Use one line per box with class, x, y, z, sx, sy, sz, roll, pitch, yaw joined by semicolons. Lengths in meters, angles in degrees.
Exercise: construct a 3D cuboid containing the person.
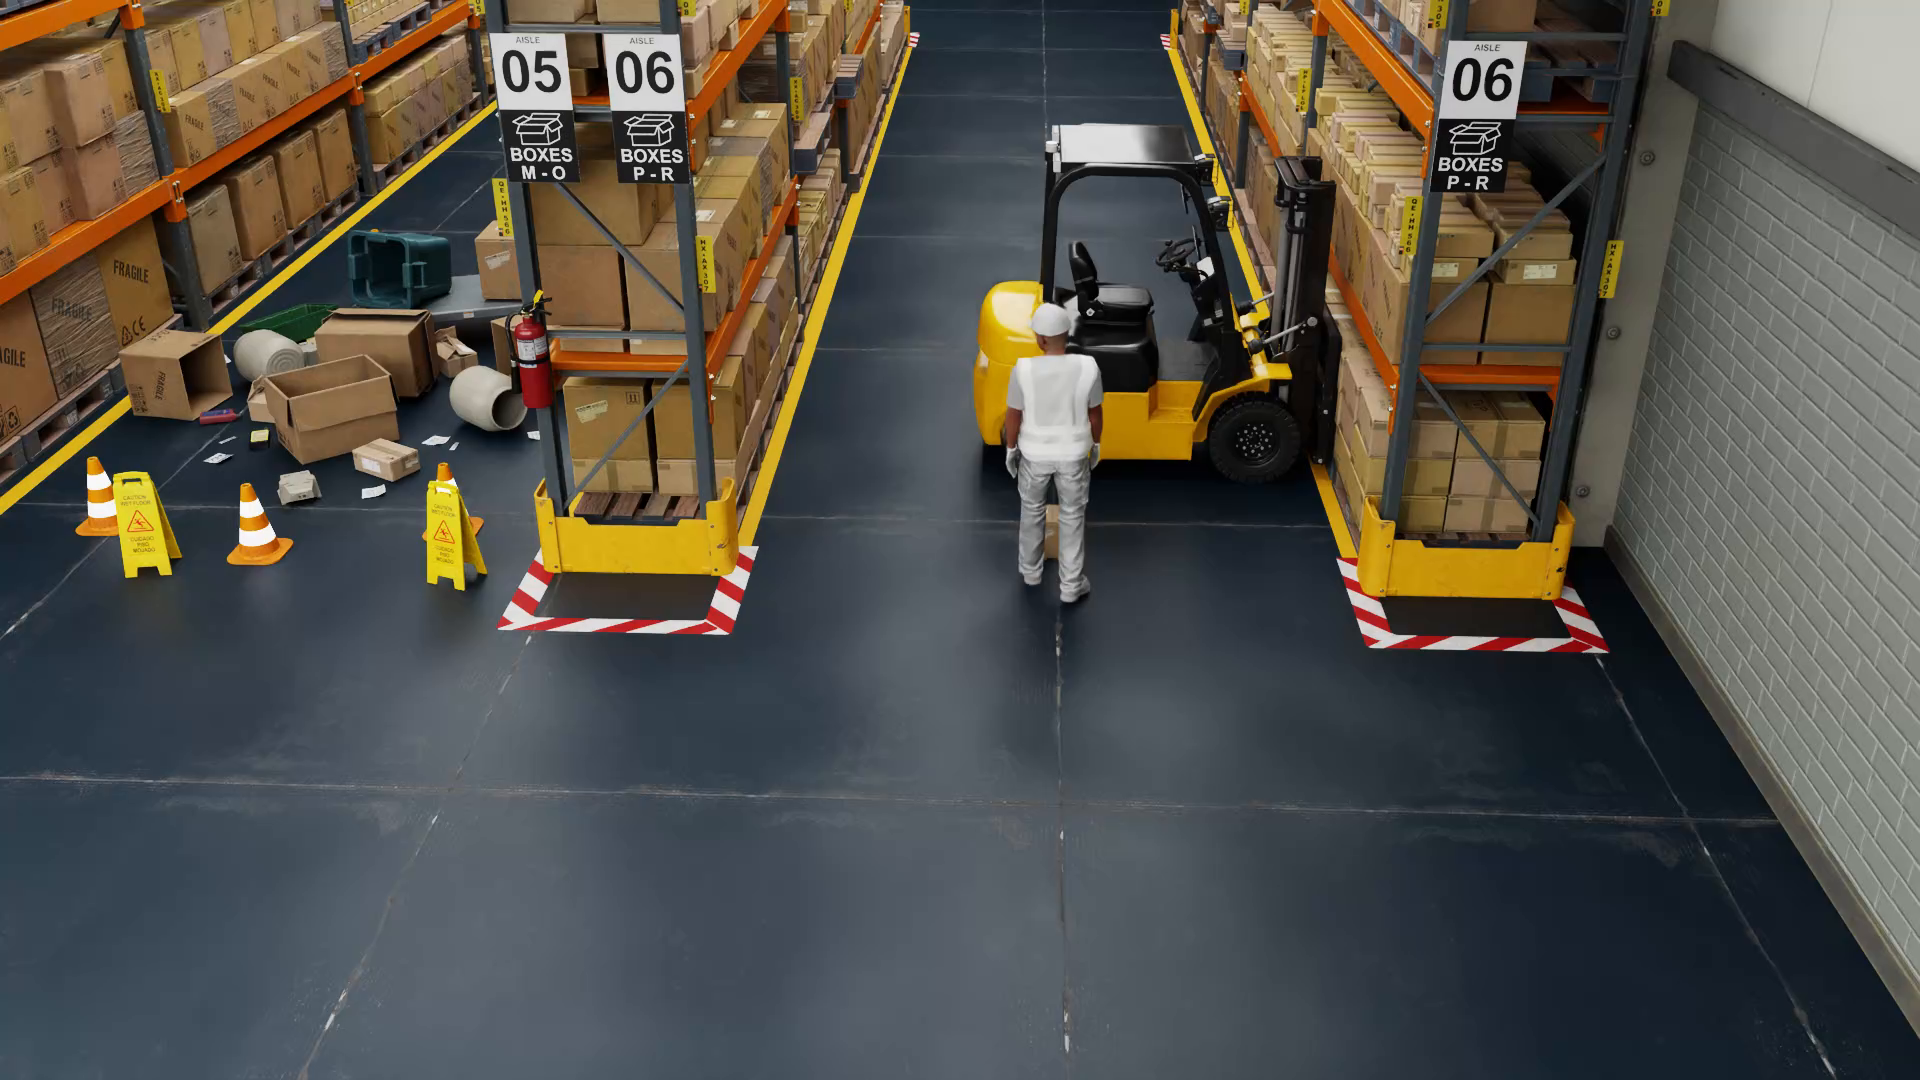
person;0.540;-0.525;9.601;0.562;1.784;0.532;1;28;3
